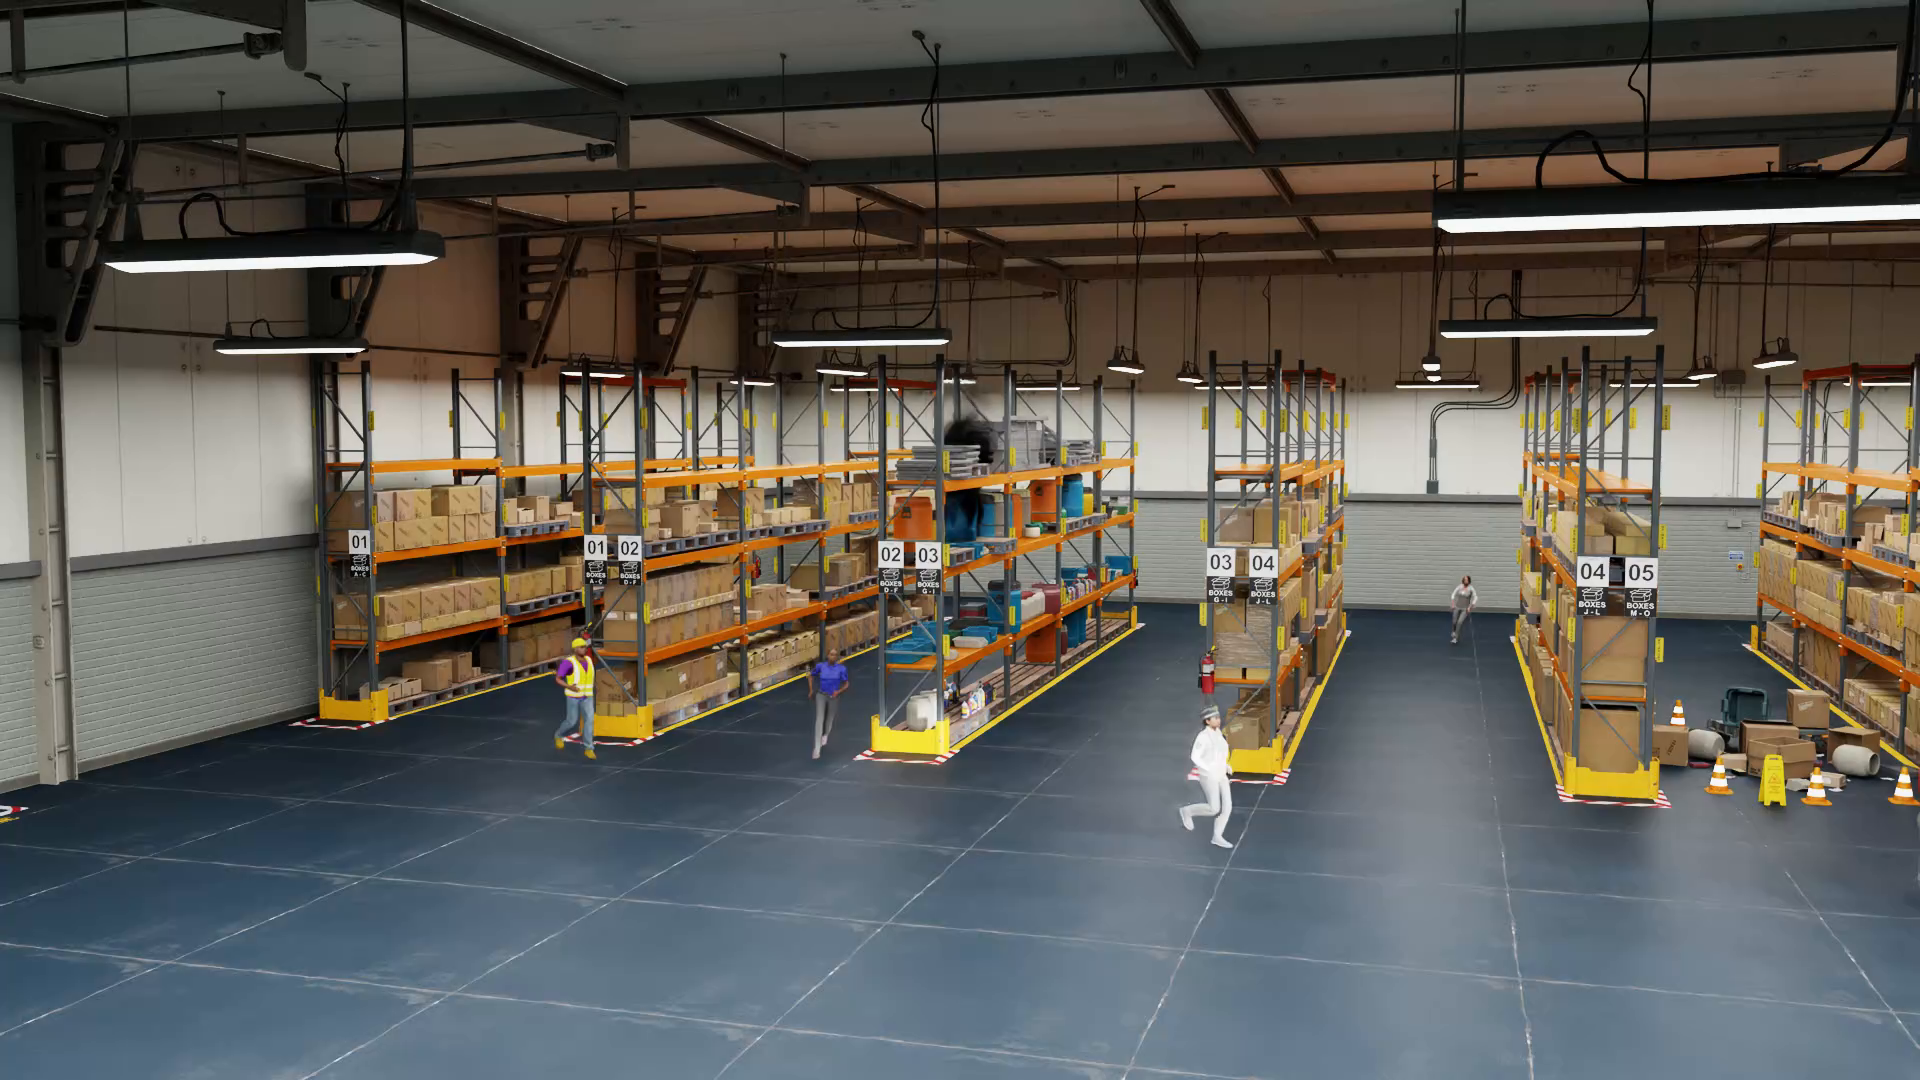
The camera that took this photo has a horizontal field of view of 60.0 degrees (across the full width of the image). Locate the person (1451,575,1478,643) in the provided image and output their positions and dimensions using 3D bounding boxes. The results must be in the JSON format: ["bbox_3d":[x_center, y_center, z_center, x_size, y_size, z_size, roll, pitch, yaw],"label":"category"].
[{"bbox_3d":[11.329,1.563,37.423,0.613,1.523,0.602,2,5,28],"label":"person"}]

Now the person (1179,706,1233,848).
[{"bbox_3d":[2.949,2.780,19.679,0.680,1.664,0.623,4,5,42],"label":"person"}]

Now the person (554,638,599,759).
[{"bbox_3d":[-5.679,2.343,24.828,0.996,1.764,0.738,4,6,45],"label":"person"}]

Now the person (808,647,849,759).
[{"bbox_3d":[-1.976,2.421,25.028,0.620,1.641,0.800,0,4,-3],"label":"person"}]
